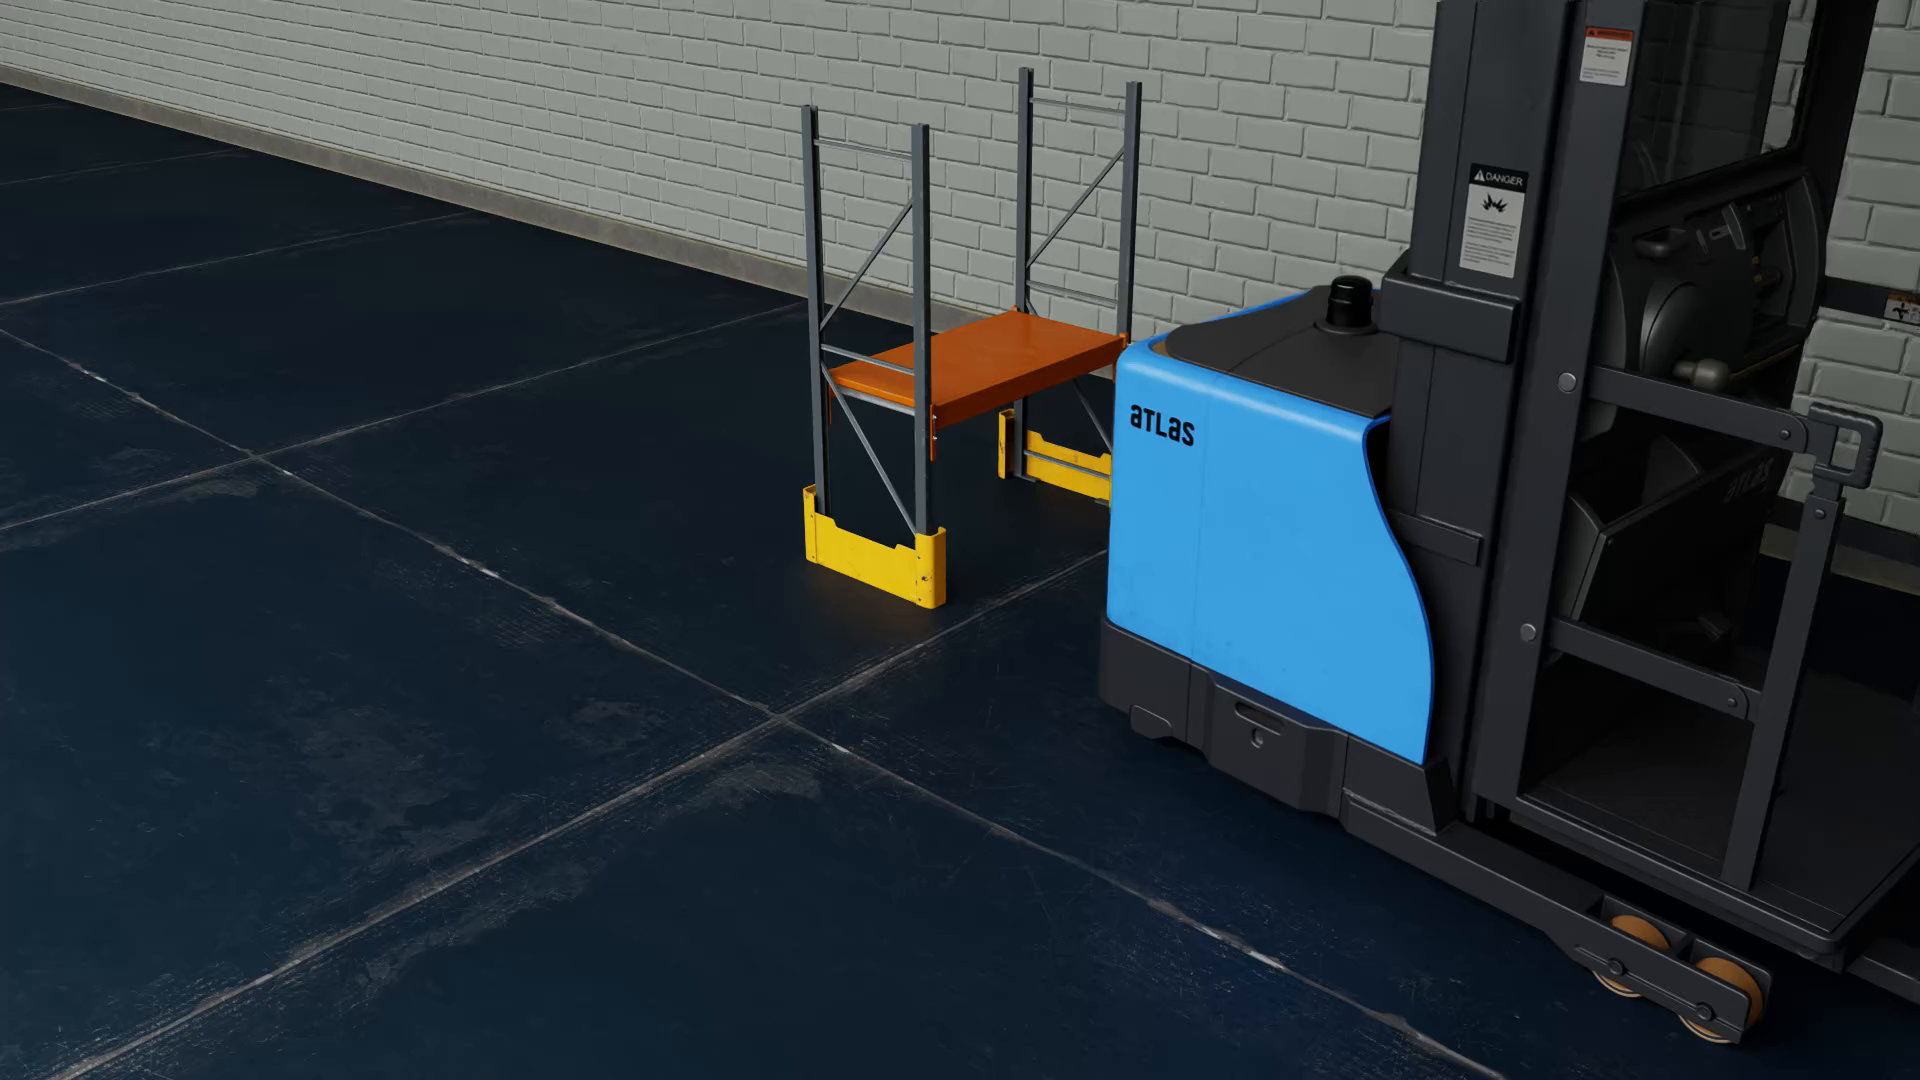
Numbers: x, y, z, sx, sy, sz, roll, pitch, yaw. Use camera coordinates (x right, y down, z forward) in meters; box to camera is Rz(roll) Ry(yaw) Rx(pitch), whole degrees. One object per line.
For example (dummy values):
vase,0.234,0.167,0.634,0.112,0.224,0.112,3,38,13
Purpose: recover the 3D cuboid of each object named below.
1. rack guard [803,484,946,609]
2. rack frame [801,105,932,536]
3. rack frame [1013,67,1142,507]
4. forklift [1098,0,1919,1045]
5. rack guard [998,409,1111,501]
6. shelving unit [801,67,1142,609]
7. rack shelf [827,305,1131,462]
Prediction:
rack guard,-0.281,0.014,5.412,0.587,0.250,0.087,20,31,38
rack frame,-0.282,-0.555,5.156,0.500,1.500,0.032,20,31,38
rack frame,0.396,-0.865,5.847,0.500,1.500,0.032,20,31,38
forklift,1.746,-0.537,3.366,1.130,2.935,3.031,-20,31,-38
rack guard,0.383,-0.289,6.089,0.587,0.250,0.087,20,31,38
shelving unit,0.051,-0.708,5.495,0.587,1.500,1.083,20,31,38
rack shelf,0.057,-0.546,5.575,0.538,0.185,1.000,20,31,38
